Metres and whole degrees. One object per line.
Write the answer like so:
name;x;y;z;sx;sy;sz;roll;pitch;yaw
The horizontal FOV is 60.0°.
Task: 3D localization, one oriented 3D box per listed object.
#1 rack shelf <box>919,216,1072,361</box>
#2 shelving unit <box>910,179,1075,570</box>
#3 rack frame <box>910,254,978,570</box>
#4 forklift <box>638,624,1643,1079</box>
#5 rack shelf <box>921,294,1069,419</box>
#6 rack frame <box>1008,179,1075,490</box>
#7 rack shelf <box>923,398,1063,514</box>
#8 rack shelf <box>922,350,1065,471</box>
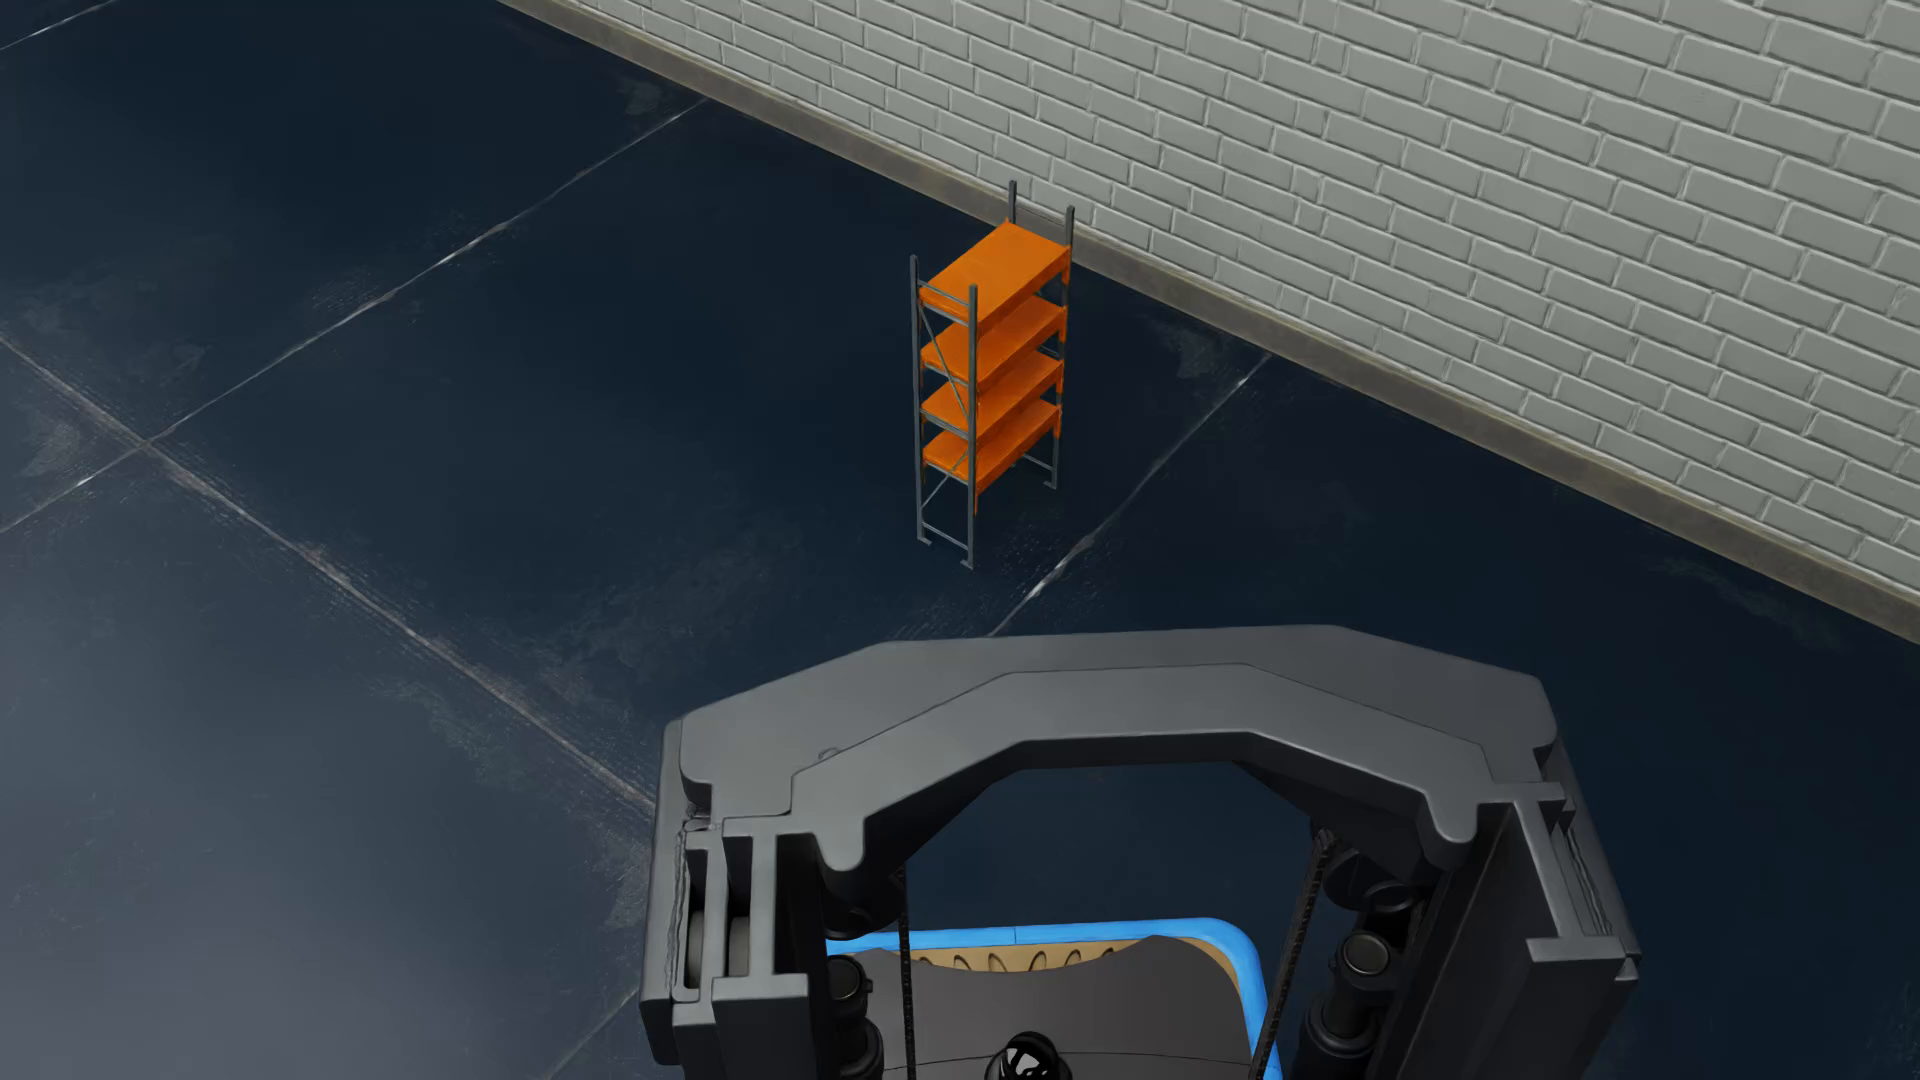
rack shelf;0.101;-0.781;5.122;0.258;0.148;0.480;29;53;25
shelving unit;0.101;-0.509;5.407;0.258;1.200;0.503;29;53;25
rack frame;-0.048;-0.370;5.273;0.240;1.200;0.015;29;53;25
forklift;0.192;1.609;2.186;1.130;2.935;3.031;-2;46;-2
rack shelf;0.101;-0.617;5.294;0.258;0.148;0.480;29;53;25
rack frame;0.250;-0.649;5.540;0.240;1.200;0.015;29;53;25
rack shelf;0.101;-0.326;5.599;0.258;0.148;0.480;29;53;25
rack shelf;0.101;-0.463;5.455;0.258;0.148;0.480;29;53;25
